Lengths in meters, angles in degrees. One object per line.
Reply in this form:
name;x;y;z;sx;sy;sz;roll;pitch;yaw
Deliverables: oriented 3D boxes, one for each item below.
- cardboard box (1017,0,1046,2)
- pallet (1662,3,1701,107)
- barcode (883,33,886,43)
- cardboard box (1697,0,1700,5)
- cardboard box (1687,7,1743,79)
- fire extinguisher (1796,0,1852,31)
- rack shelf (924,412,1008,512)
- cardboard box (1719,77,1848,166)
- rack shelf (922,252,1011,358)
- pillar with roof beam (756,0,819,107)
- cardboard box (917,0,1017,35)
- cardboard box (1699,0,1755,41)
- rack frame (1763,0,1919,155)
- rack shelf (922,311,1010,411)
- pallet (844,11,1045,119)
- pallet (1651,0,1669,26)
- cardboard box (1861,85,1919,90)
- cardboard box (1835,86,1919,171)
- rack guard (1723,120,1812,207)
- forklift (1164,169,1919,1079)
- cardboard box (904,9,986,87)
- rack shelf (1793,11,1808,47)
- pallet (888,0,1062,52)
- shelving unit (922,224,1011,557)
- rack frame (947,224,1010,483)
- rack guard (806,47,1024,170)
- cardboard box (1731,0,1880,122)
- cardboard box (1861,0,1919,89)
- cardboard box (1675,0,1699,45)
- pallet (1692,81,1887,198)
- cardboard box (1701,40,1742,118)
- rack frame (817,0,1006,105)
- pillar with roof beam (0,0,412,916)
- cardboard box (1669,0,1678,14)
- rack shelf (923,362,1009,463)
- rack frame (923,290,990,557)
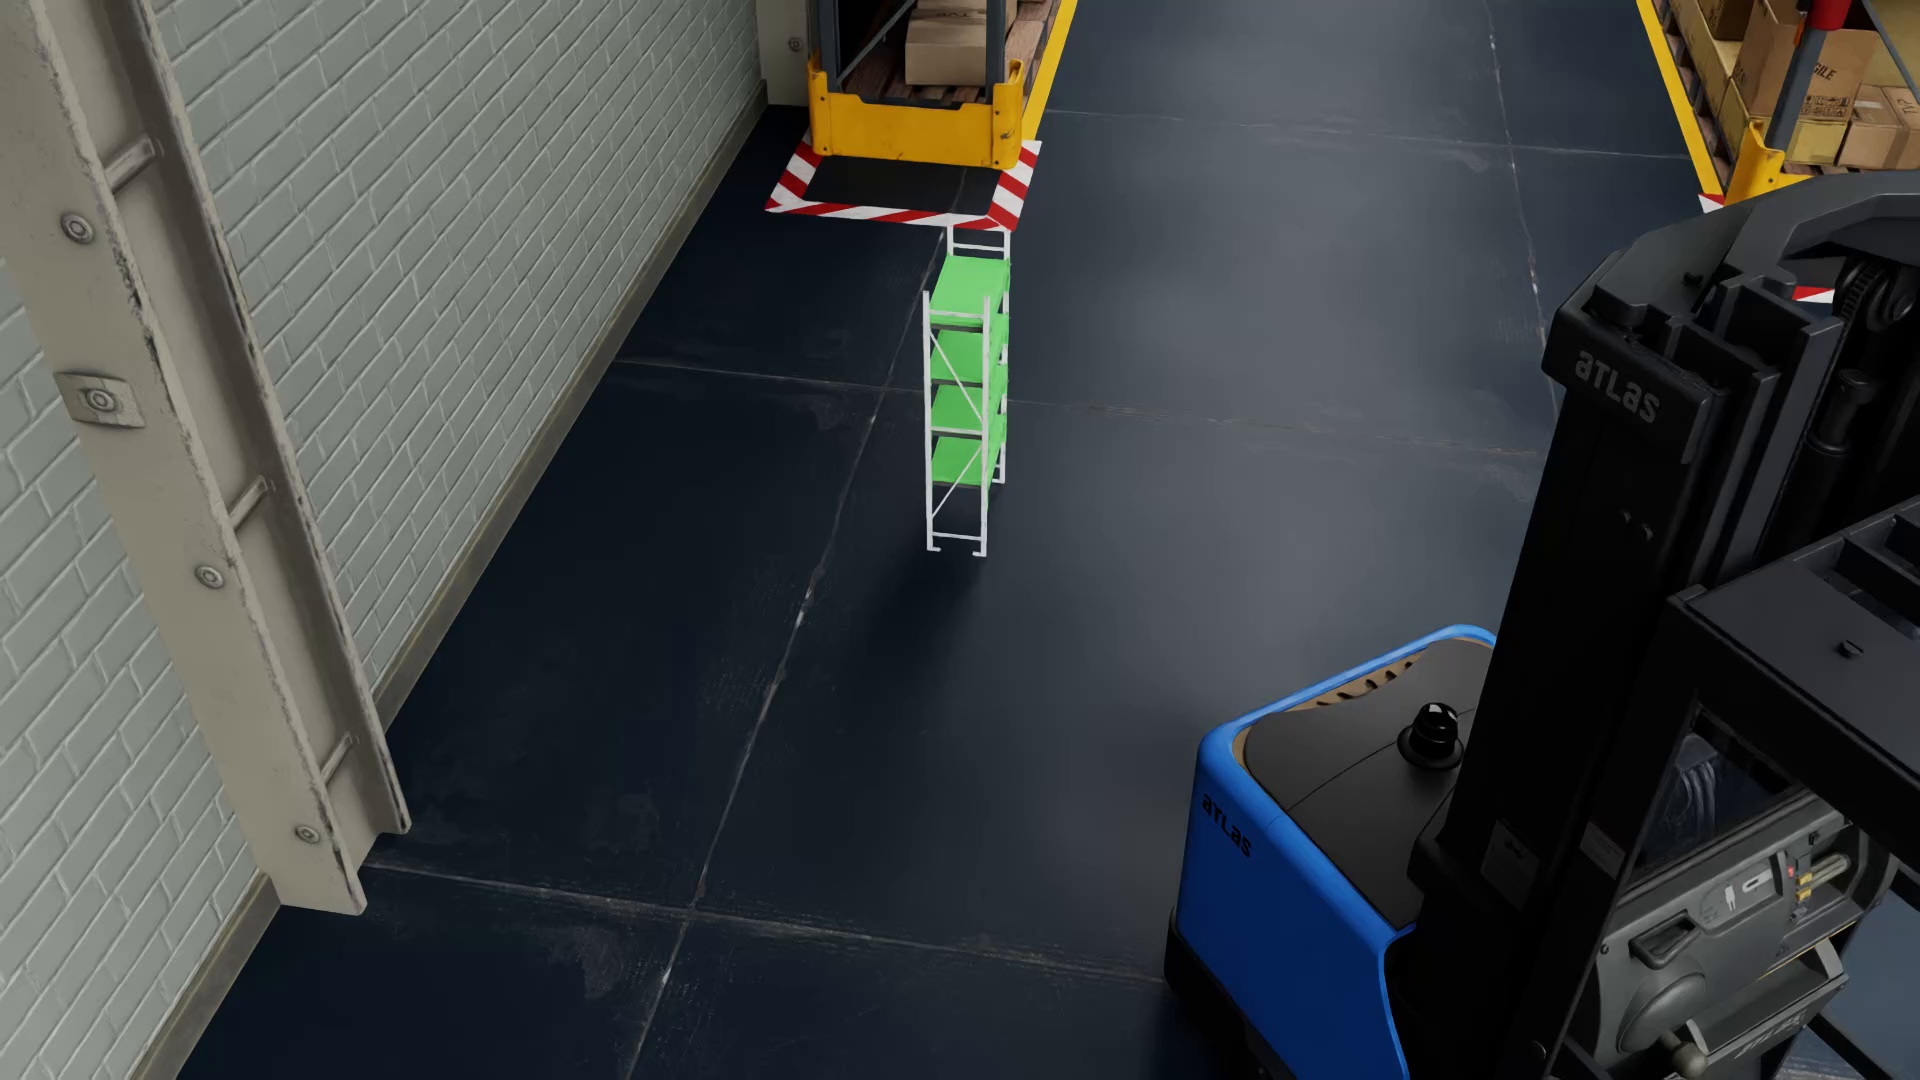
cardboard box;0.224;-3.773;10.576;0.700;0.500;0.500;4;40;5
pallet;4.925;-2.960;10.164;1.003;0.211;1.213;6;40;8
barcode;-0.442;-2.947;9.718;0.001;0.075;0.075;6;40;8
cardboard box;4.666;-3.490;9.857;0.500;0.500;0.500;6;40;8
cardboard box;4.581;-2.887;9.716;0.500;0.250;0.500;6;40;8
fire extinguisher;4.142;-2.734;7.763;0.296;0.674;0.183;6;40;8
rack shelf;0.029;-0.332;6.687;0.258;0.148;0.480;6;40;8
cardboard box;4.422;-2.258;8.955;0.500;0.250;0.500;6;40;8
rack shelf;0.029;-0.887;6.228;0.258;0.148;0.480;6;40;8
pillar with roof beam;3.250;-5.702;6.585;9.100;9.000;0.400;6;40;8
cardboard box;0.048;-3.246;10.087;0.500;0.311;0.500;10;41;11
cardboard box;4.579;-3.176;9.477;0.500;0.500;0.500;6;40;8
rack frame;4.620;-2.786;7.766;1.000;3.000;0.127;6;40;8
rack shelf;0.029;-0.702;6.381;0.258;0.148;0.480;6;40;8
pallet;-0.071;-2.809;9.982;1.003;0.211;1.213;6;40;8
pallet;5.134;-3.728;11.093;1.003;0.211;1.213;6;40;8
cardboard box;5.015;-2.515;9.266;0.500;0.250;0.500;6;40;8
cardboard box;4.932;-2.201;8.886;0.500;0.250;0.500;6;40;8
rack guard;4.616;-1.808;8.544;1.175;0.500;0.348;6;40;8
forklift;1.780;0.887;3.377;1.130;2.935;3.031;-20;43;-22
cardboard box;-0.051;-2.888;9.654;0.500;0.311;0.500;2;40;3
rack shelf;4.966;-3.764;9.514;1.077;0.370;4.000;6;40;8
pallet;0.143;-3.573;10.906;1.003;0.211;1.213;6;40;8
shelving unit;0.029;-0.566;6.493;0.258;1.200;0.503;6;40;8
rack frame;0.071;-0.719;6.679;0.240;1.200;0.015;6;40;8
rack guard;-0.246;-2.415;9.278;1.175;0.500;0.348;6;40;8
cardboard box;4.420;-2.547;8.716;0.500;0.500;0.500;6;40;8
cardboard box;5.017;-2.804;9.027;0.500;0.500;0.500;6;40;8
cardboard box;4.670;-3.200;10.095;0.500;0.250;0.500;6;40;8
pallet;4.711;-2.196;9.241;1.003;0.211;1.213;6;40;8
cardboard box;4.497;-2.573;9.336;0.500;0.250;0.500;6;40;8
rack frame;-0.259;-3.330;8.424;1.000;3.000;0.127;6;40;8
pillar with roof beam;2.212;-1.937;2.031;9.100;9.000;0.400;6;40;8
cardboard box;4.750;-3.515;10.476;0.500;0.250;0.500;6;40;8
rack shelf;0.029;-0.517;6.534;0.258;0.148;0.480;6;40;8
rack frame;-0.014;-0.413;6.308;0.240;1.200;0.015;6;40;8
